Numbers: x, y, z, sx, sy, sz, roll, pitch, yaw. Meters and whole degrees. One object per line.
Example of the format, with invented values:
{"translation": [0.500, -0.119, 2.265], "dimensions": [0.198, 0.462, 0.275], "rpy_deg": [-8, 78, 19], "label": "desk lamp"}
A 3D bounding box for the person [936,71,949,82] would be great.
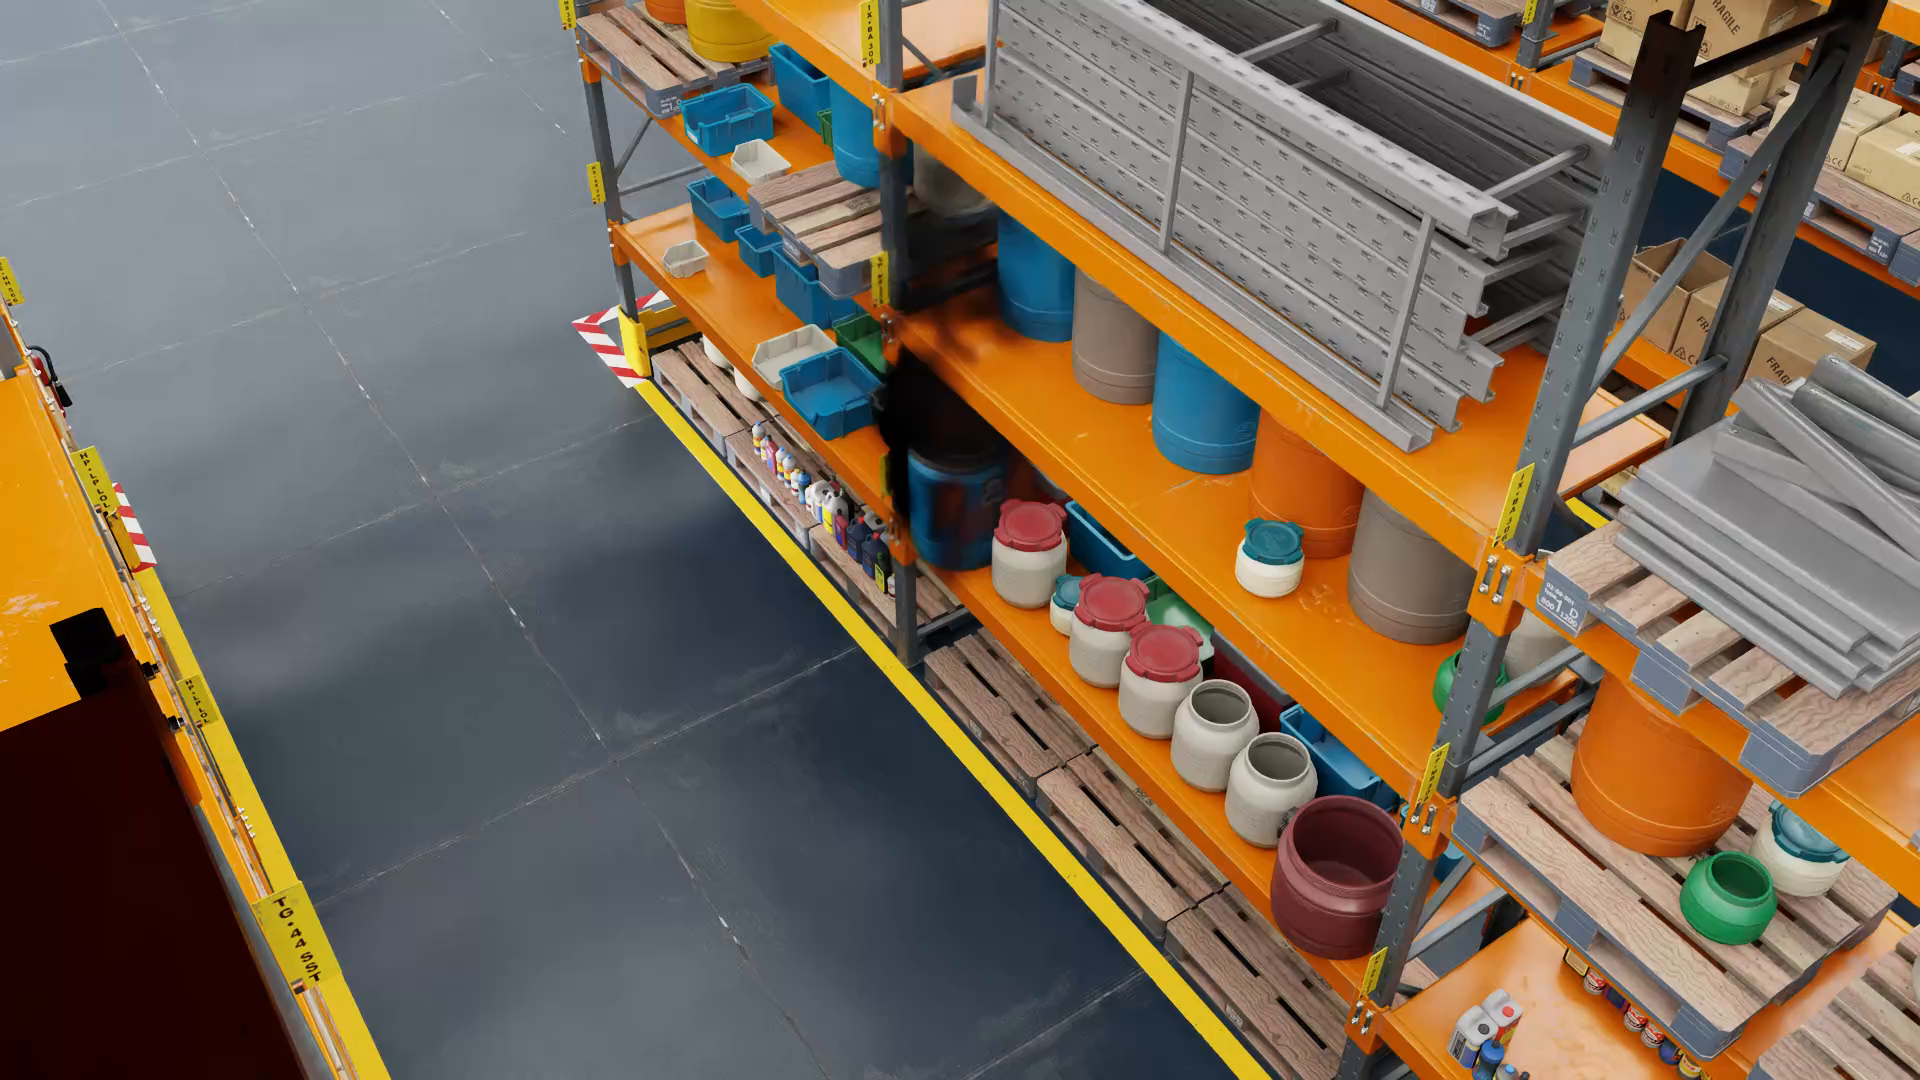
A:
{"translation": [-0.462, -4.755, 15.741], "dimensions": [0.766, 1.663, 0.614], "rpy_deg": [-5, 43, -5], "label": "person"}
